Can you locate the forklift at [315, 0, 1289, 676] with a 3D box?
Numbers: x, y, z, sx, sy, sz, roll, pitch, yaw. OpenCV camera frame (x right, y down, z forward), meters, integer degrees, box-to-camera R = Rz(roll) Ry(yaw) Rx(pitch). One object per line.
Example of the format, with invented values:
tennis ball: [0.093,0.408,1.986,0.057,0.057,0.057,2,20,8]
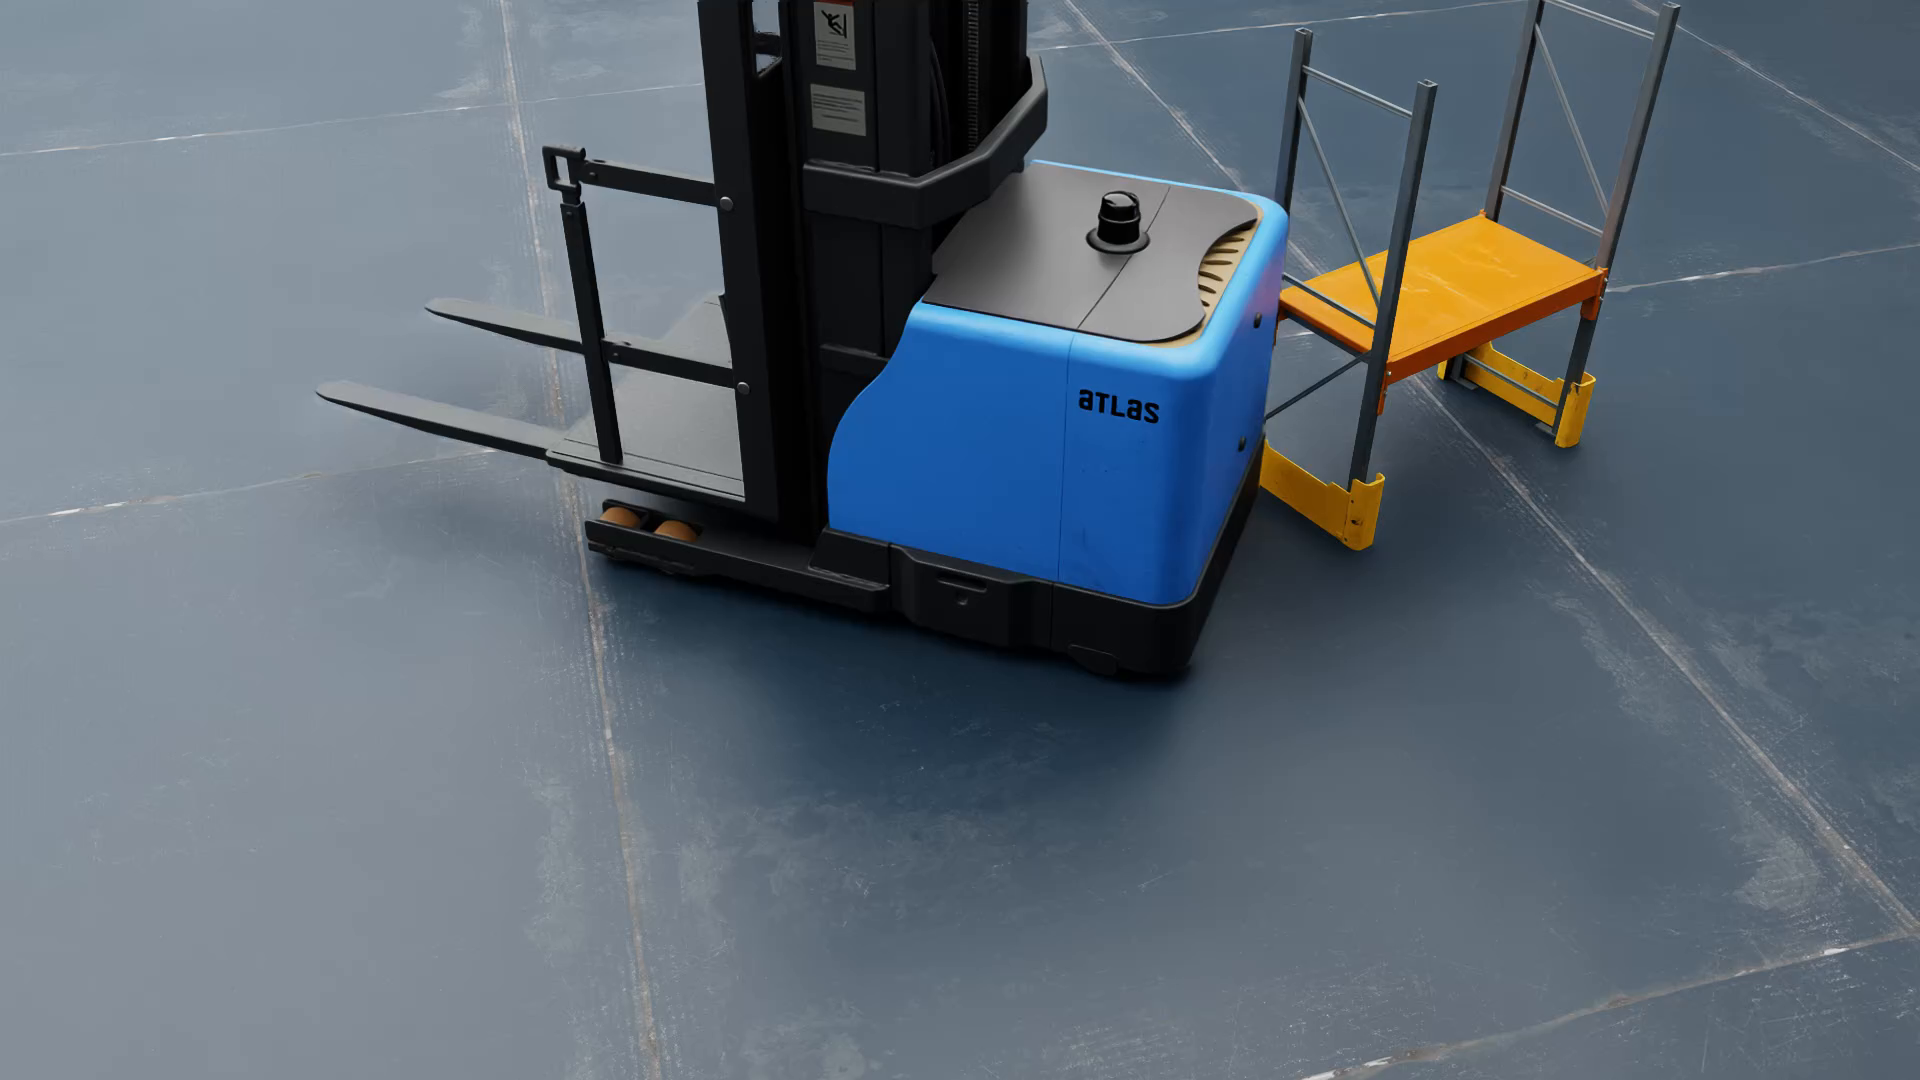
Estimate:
forklift: [-0.615,-1.340,4.589,3.031,2.935,1.130,13,39,17]

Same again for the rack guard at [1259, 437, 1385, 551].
rack guard: [1.106,-0.221,5.333,0.087,0.250,0.587,-23,43,-27]

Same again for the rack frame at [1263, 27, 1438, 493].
rack frame: [1.090,-0.711,4.945,0.032,1.500,0.500,-23,43,-27]

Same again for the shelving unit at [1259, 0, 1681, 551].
shelving unit: [1.515,-0.891,5.180,1.083,1.500,0.587,-23,43,-27]

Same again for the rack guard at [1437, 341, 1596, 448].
rack guard: [1.923,-0.567,5.786,0.087,0.250,0.587,-23,43,-27]

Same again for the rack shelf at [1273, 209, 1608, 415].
rack shelf: [1.507,-0.745,5.285,1.000,0.185,0.538,-23,43,-27]

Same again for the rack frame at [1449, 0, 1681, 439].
rack frame: [1.924,-1.064,5.407,0.032,1.500,0.500,-23,43,-27]
